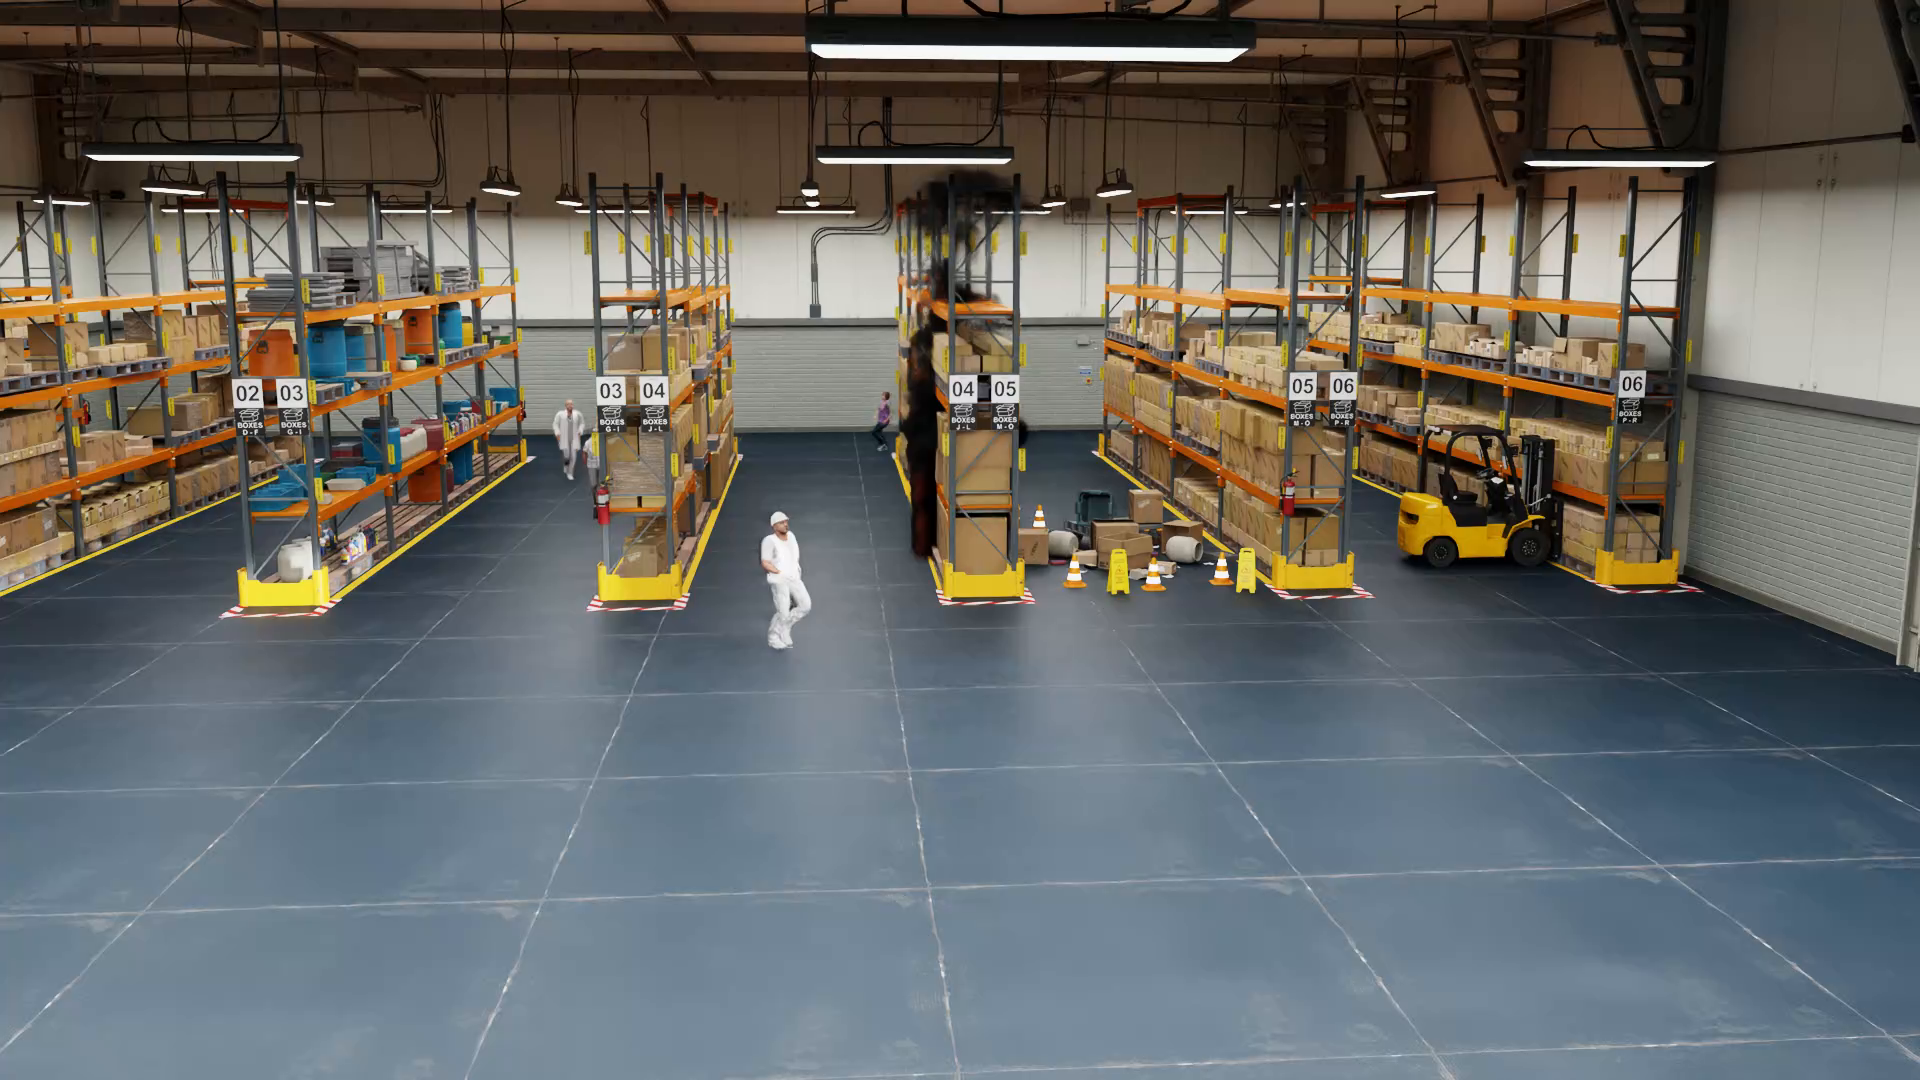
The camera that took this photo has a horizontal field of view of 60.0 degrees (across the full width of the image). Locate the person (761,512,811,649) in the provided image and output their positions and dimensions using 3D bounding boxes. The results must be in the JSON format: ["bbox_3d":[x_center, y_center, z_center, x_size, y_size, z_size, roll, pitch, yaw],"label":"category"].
[{"bbox_3d":[-2.166,0.506,20.790,0.590,1.736,0.695,8,13,37],"label":"person"}]

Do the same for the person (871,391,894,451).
[{"bbox_3d":[-1.929,-2.913,40.957,0.553,1.495,0.646,-2,10,-10],"label":"person"}]

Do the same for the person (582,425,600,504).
[{"bbox_3d":[-6.957,-1.393,31.864,0.559,1.644,0.586,-2,10,-10],"label":"person"}]

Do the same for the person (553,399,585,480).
[{"bbox_3d":[-8.488,-2.197,36.192,0.694,1.736,0.625,-4,11,-19],"label":"person"}]

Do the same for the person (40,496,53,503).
[{"bbox_3d":[-16.975,-1.291,30.734,0.660,1.823,0.872,-1,10,-5],"label":"person"}]
